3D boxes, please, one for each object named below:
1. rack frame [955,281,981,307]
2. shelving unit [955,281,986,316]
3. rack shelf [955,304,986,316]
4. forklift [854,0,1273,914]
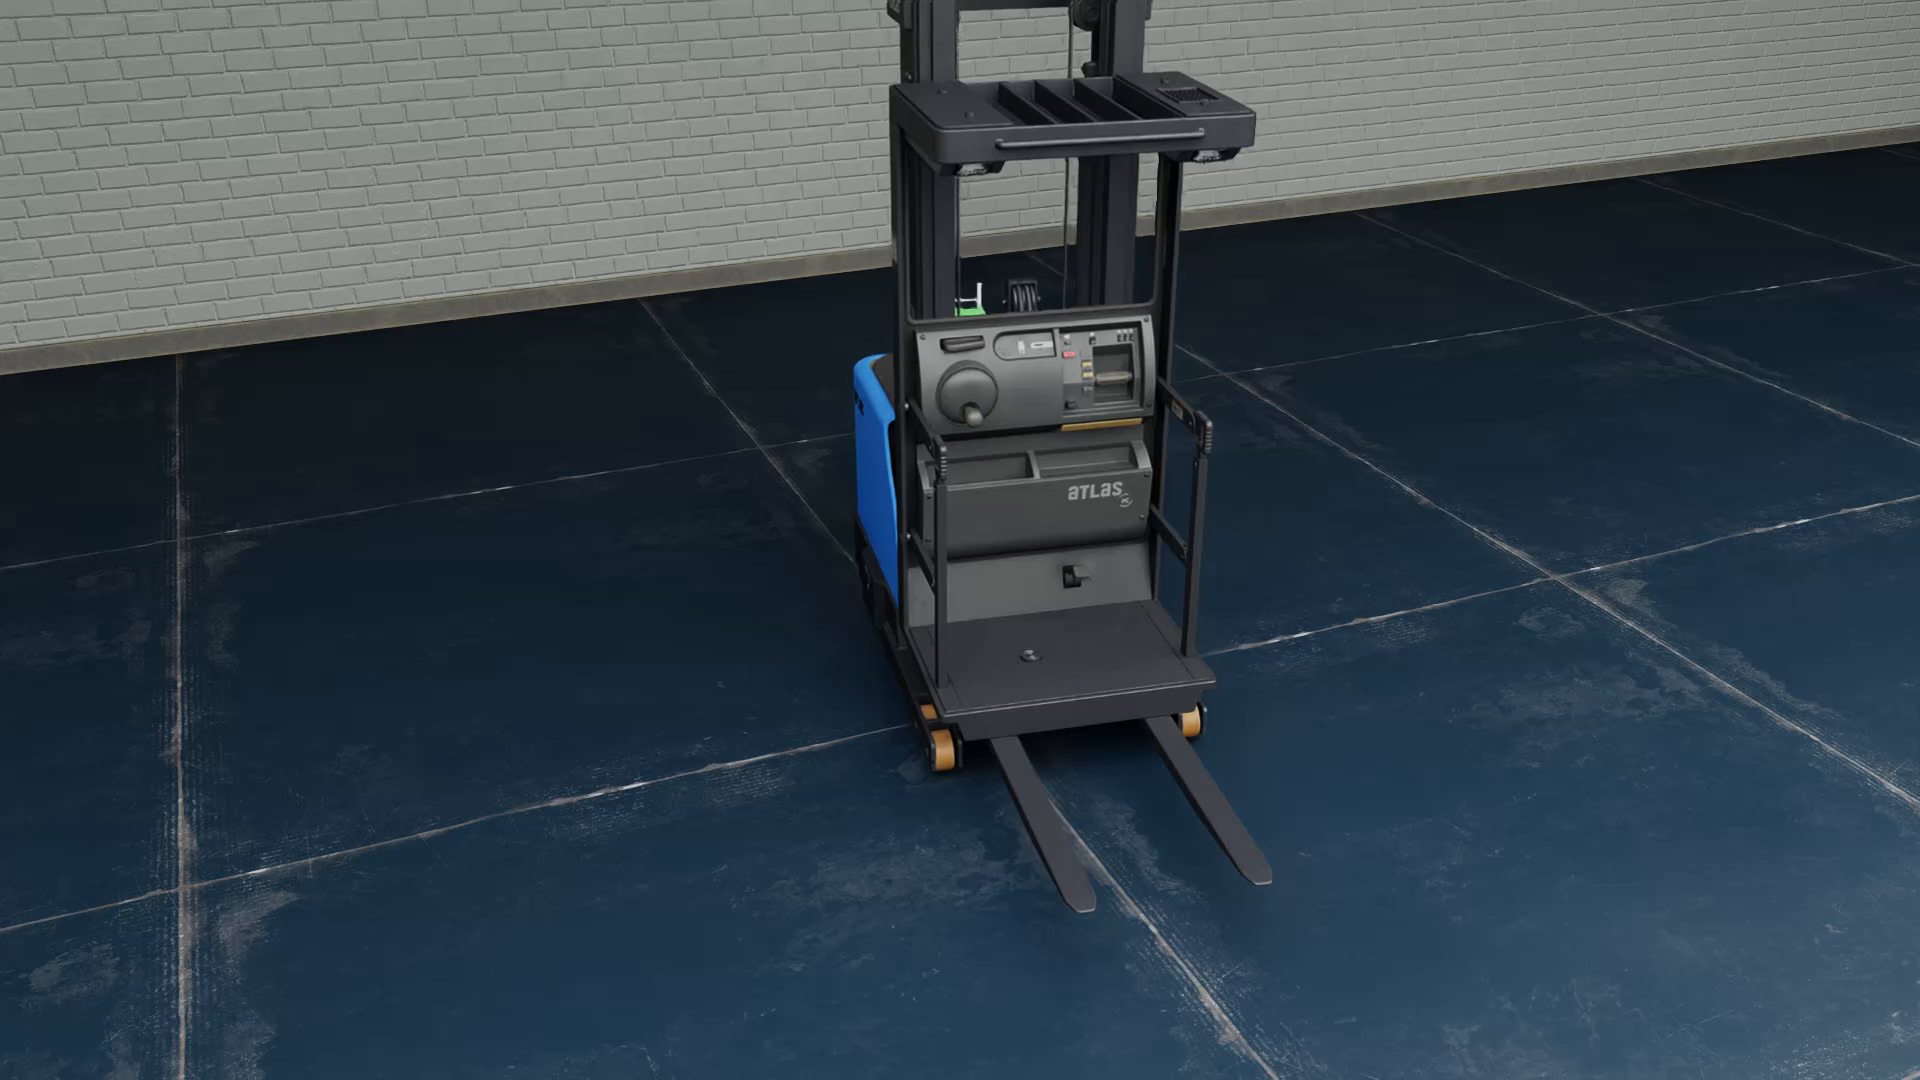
[{"bbox_3d":[-0.018,-0.704,8.324,0.240,1.200,0.015,-6,27,-12],"label":"rack frame"},{"bbox_3d":[0.039,-0.600,8.110,0.258,1.200,0.503,-6,27,-12],"label":"shelving unit"},{"bbox_3d":[0.039,-0.973,7.928,0.258,0.148,0.480,-6,27,-12],"label":"rack shelf"},{"bbox_3d":[0.347,-0.607,6.152,1.130,2.935,3.031,-6,27,-12],"label":"forklift"}]
